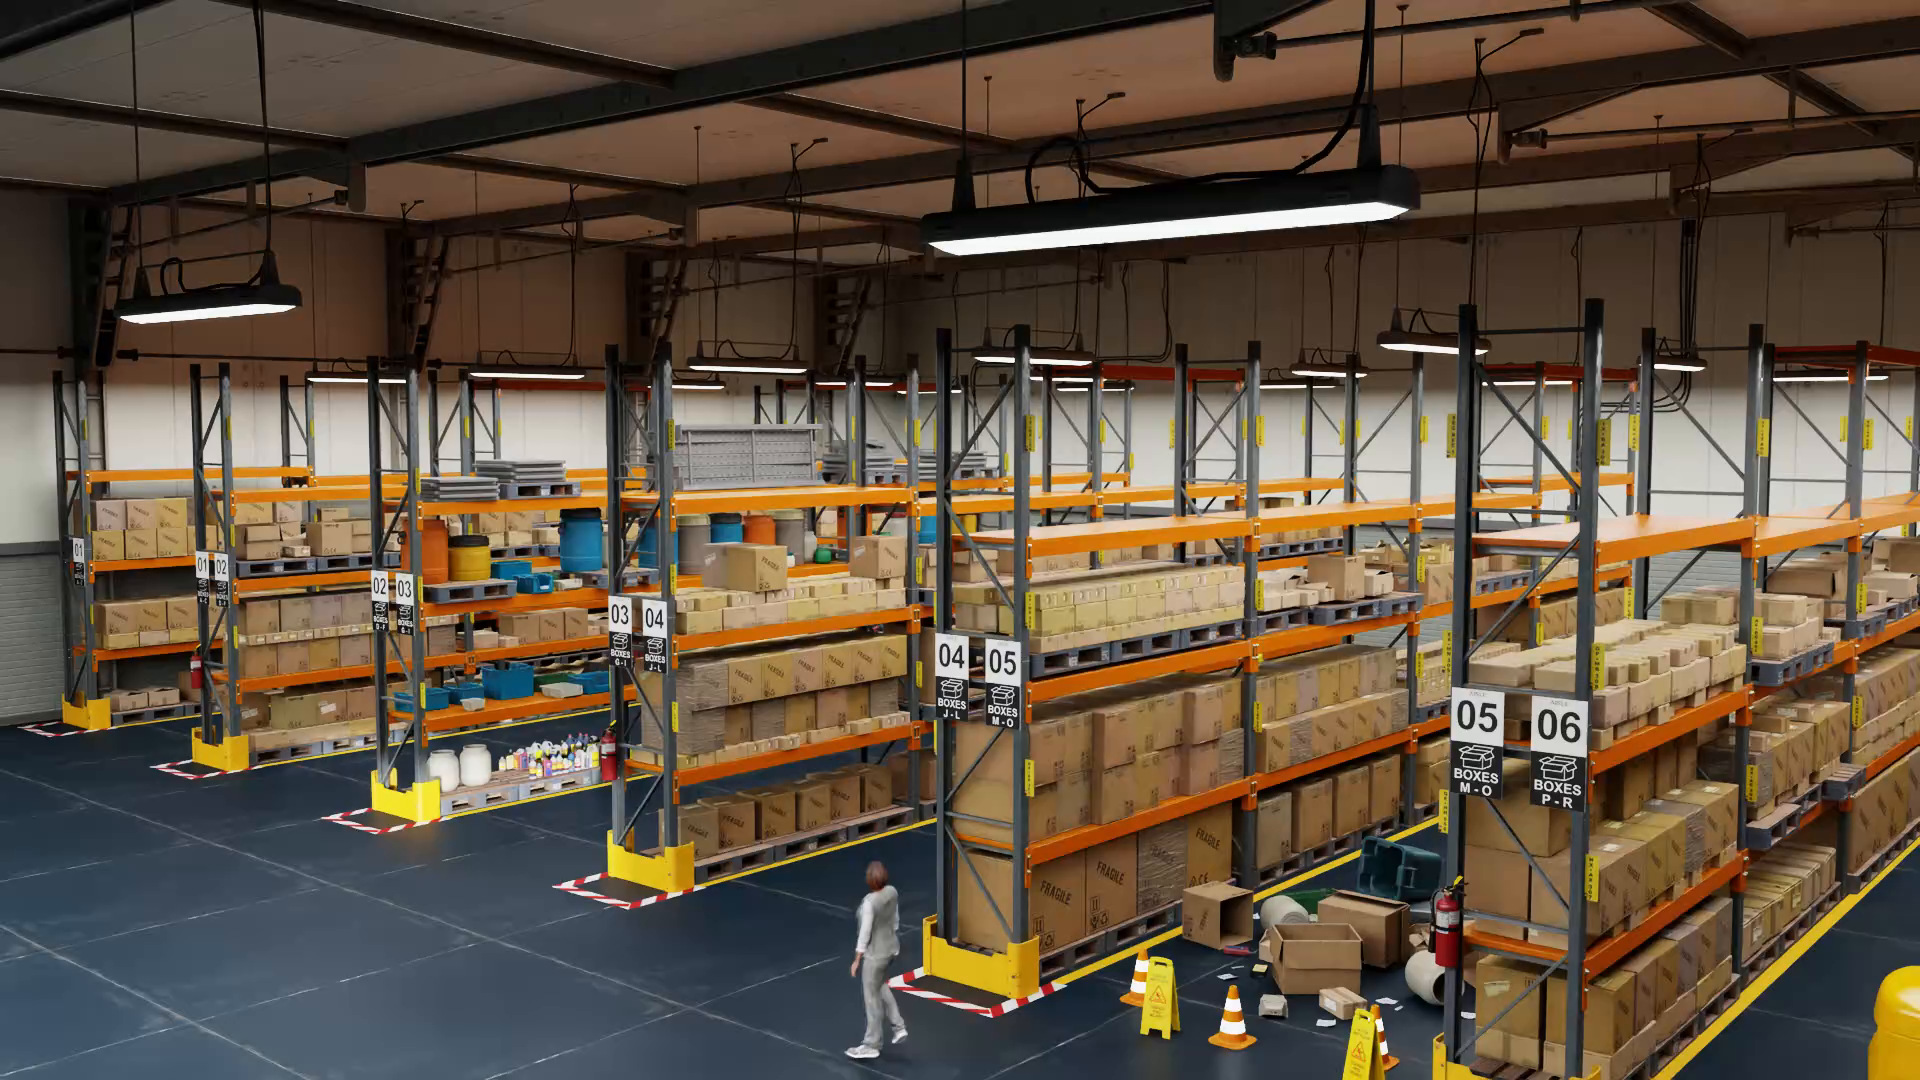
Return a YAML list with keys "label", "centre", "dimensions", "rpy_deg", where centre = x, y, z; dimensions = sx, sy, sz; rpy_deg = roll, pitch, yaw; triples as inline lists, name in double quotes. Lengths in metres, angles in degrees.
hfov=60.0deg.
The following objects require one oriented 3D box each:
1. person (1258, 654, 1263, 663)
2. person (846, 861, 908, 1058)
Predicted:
- label: "person"
  centre: [4.296, 2.514, 24.522]
  dimensions: [0.448, 1.766, 0.679]
  rpy_deg: [1, 4, 12]
- label: "person"
  centre: [-0.662, 3.382, 13.520]
  dimensions: [0.410, 1.599, 0.504]
  rpy_deg: [2, 5, 24]
